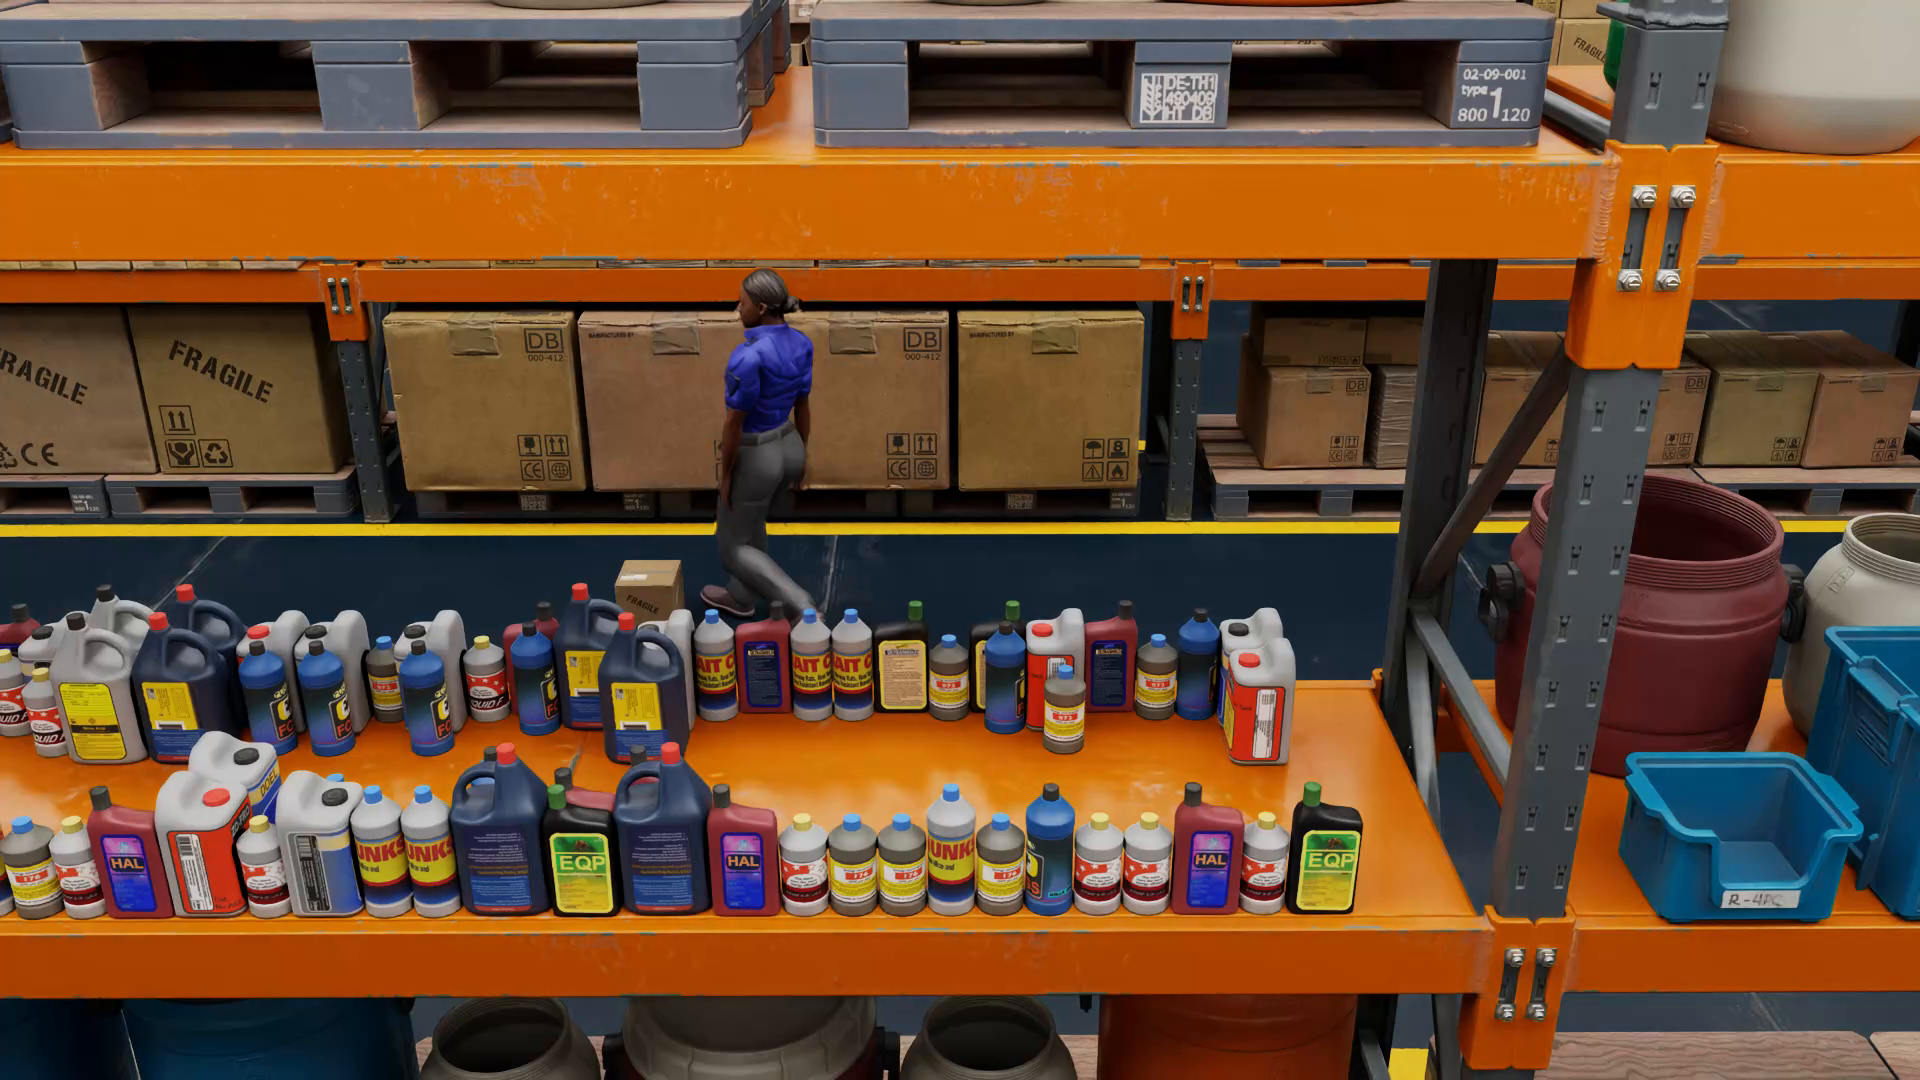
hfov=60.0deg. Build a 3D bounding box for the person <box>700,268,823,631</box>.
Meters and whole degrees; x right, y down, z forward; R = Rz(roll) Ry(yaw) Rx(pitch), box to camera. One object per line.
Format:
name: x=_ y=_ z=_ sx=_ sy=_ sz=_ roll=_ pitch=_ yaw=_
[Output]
person: x=-0.845 y=-0.340 z=6.886 sx=0.862 sy=1.611 sz=0.466 roll=15 pitch=29 yaw=31
